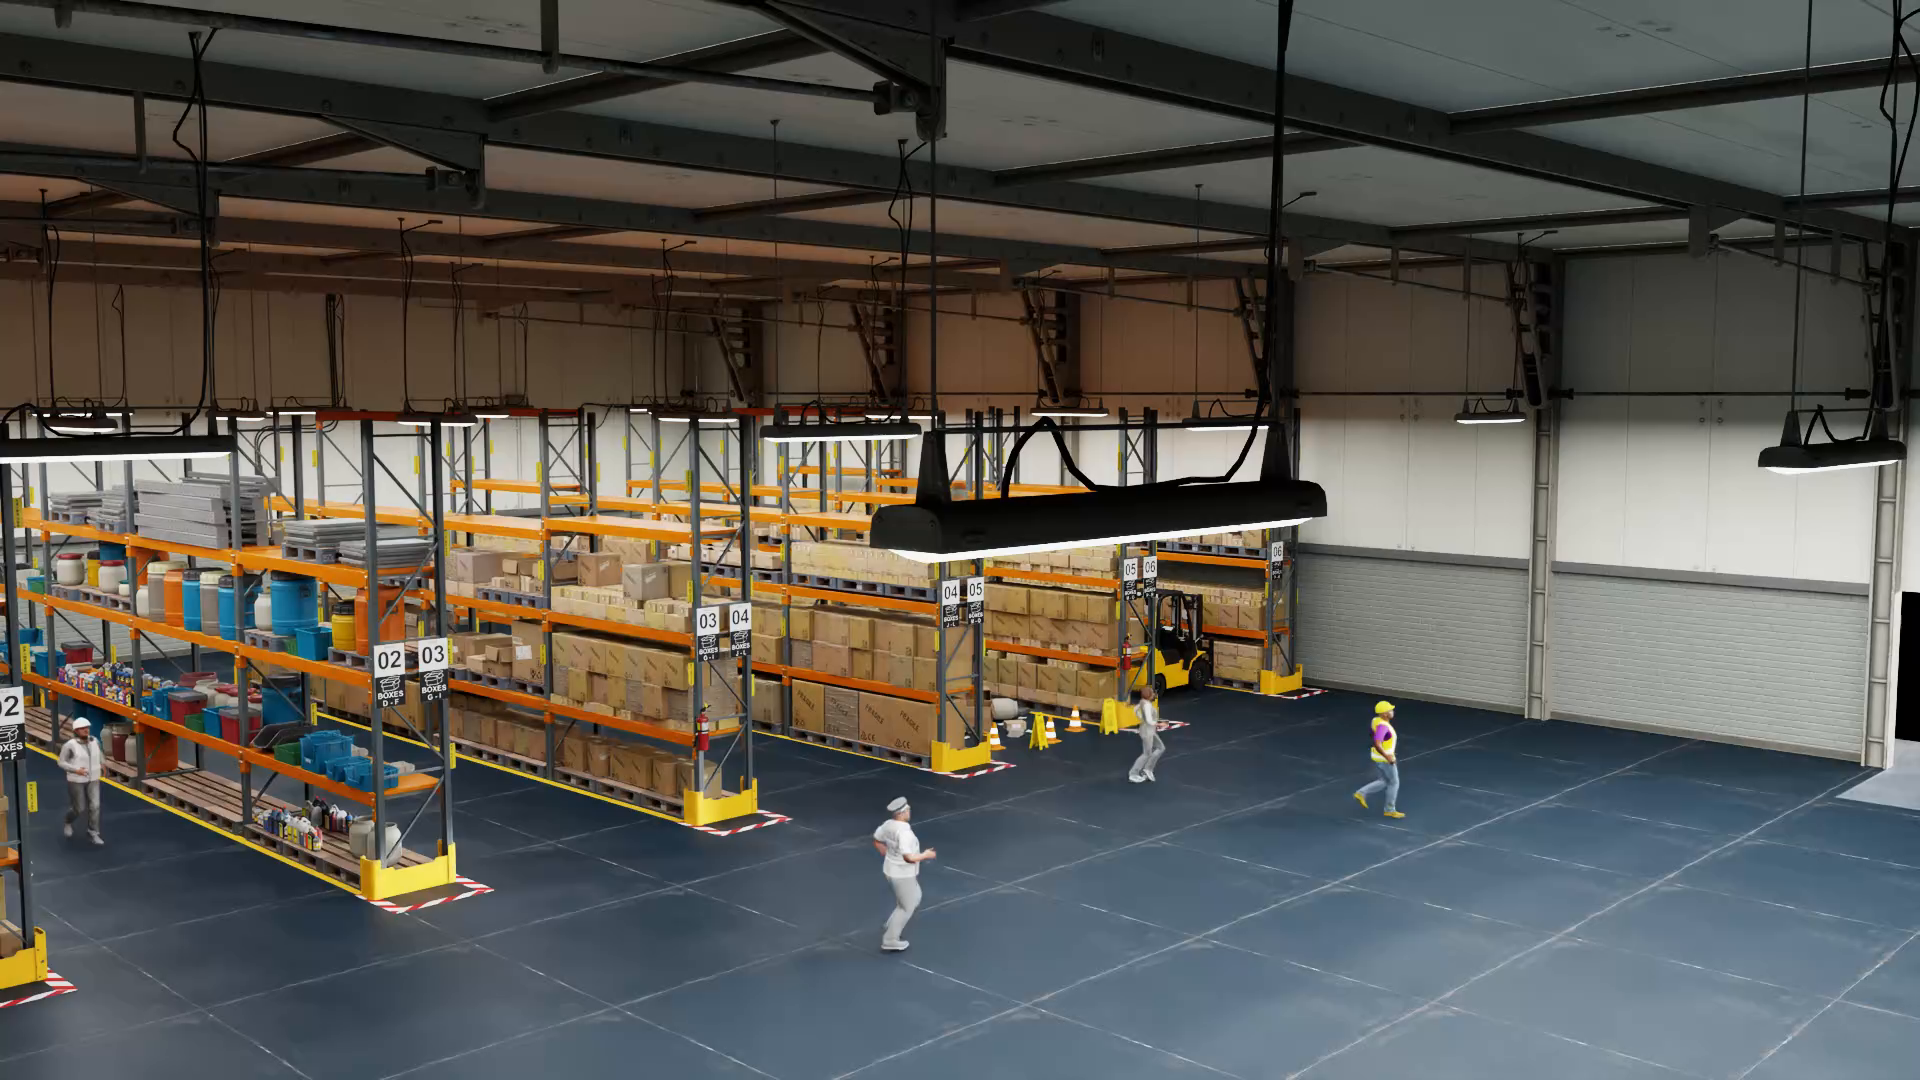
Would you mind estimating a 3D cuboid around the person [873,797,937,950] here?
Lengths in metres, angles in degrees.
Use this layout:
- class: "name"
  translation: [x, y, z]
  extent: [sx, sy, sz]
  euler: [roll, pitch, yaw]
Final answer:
- class: "person"
  translation: [-0.604, 3.781, 18.927]
  extent: [0.645, 1.760, 0.633]
  euler: [-2, 5, -23]

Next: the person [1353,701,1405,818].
- class: "person"
  translation: [6.268, 3.271, 24.821]
  extent: [0.779, 1.758, 0.691]
  euler: [0, 5, -2]

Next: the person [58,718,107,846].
- class: "person"
  translation: [-12.354, 3.380, 23.429]
  extent: [0.816, 1.783, 0.683]
  euler: [3, 6, 35]

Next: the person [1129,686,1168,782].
- class: "person"
  translation: [3.056, 3.164, 27.002]
  extent: [0.629, 1.556, 0.545]
  euler: [0, 5, 3]
